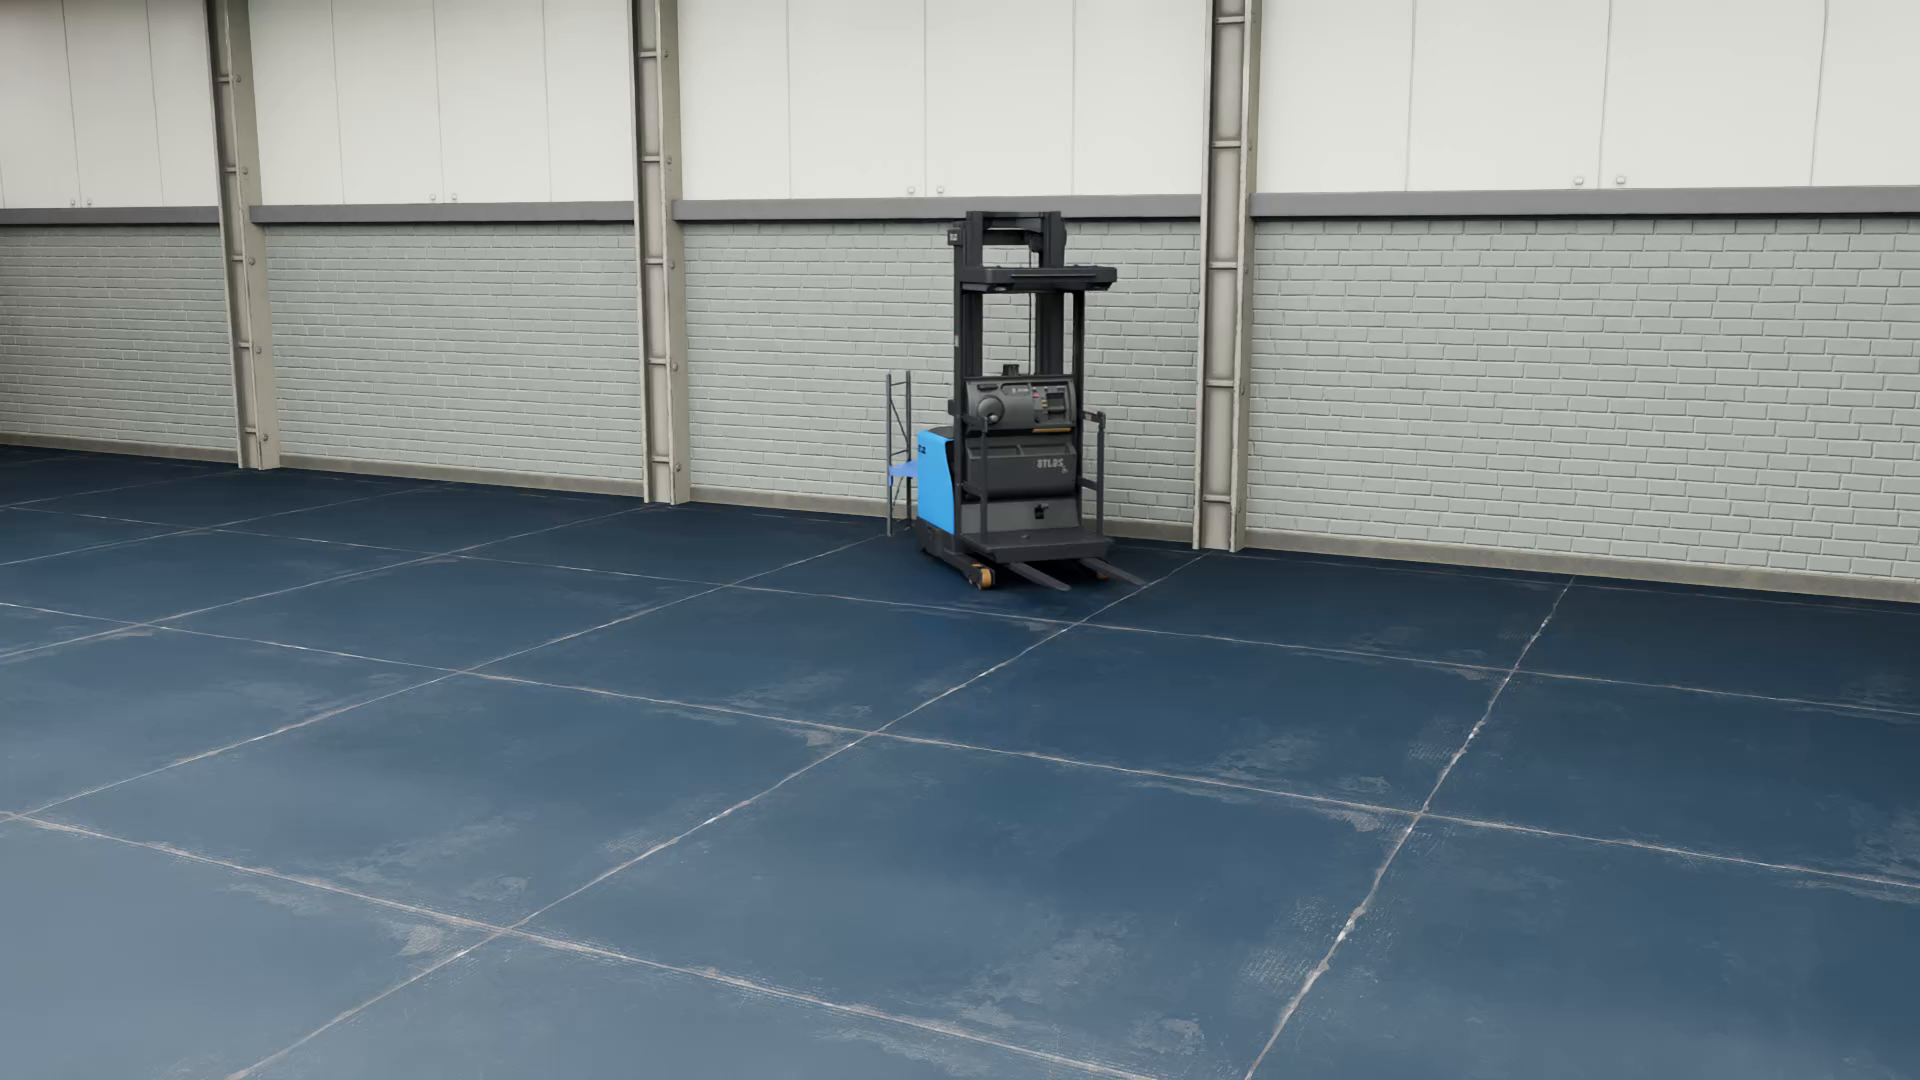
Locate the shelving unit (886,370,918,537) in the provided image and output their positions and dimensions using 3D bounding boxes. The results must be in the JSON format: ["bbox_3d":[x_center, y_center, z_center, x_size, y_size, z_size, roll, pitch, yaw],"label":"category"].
[{"bbox_3d":[-0.096,-0.779,15.321,1.048,1.500,0.538,4,11,21],"label":"shelving unit"}]

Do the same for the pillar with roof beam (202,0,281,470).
[{"bbox_3d":[-10.354,-4.619,15.482,0.400,9.000,9.100,5,11,26],"label":"pillar with roof beam"}]

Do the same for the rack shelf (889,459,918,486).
[{"bbox_3d":[-0.096,-0.602,15.353,1.000,0.185,0.538,4,11,21],"label":"rack shelf"}]

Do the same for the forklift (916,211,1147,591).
[{"bbox_3d":[0.568,-1.137,13.281,1.130,2.935,3.031,-3,11,-19],"label":"forklift"}]

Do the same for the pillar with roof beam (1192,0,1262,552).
[{"bbox_3d":[0.407,-3.673,10.257,0.400,9.000,9.100,5,11,26],"label":"pillar with roof beam"}]

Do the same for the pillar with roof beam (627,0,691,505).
[{"bbox_3d":[-4.974,-4.146,12.869,0.400,9.000,9.100,5,11,26],"label":"pillar with roof beam"}]

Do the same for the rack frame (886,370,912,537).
[{"bbox_3d":[-0.569,-0.812,15.504,0.032,1.500,0.500,4,11,21],"label":"rack frame"}]
